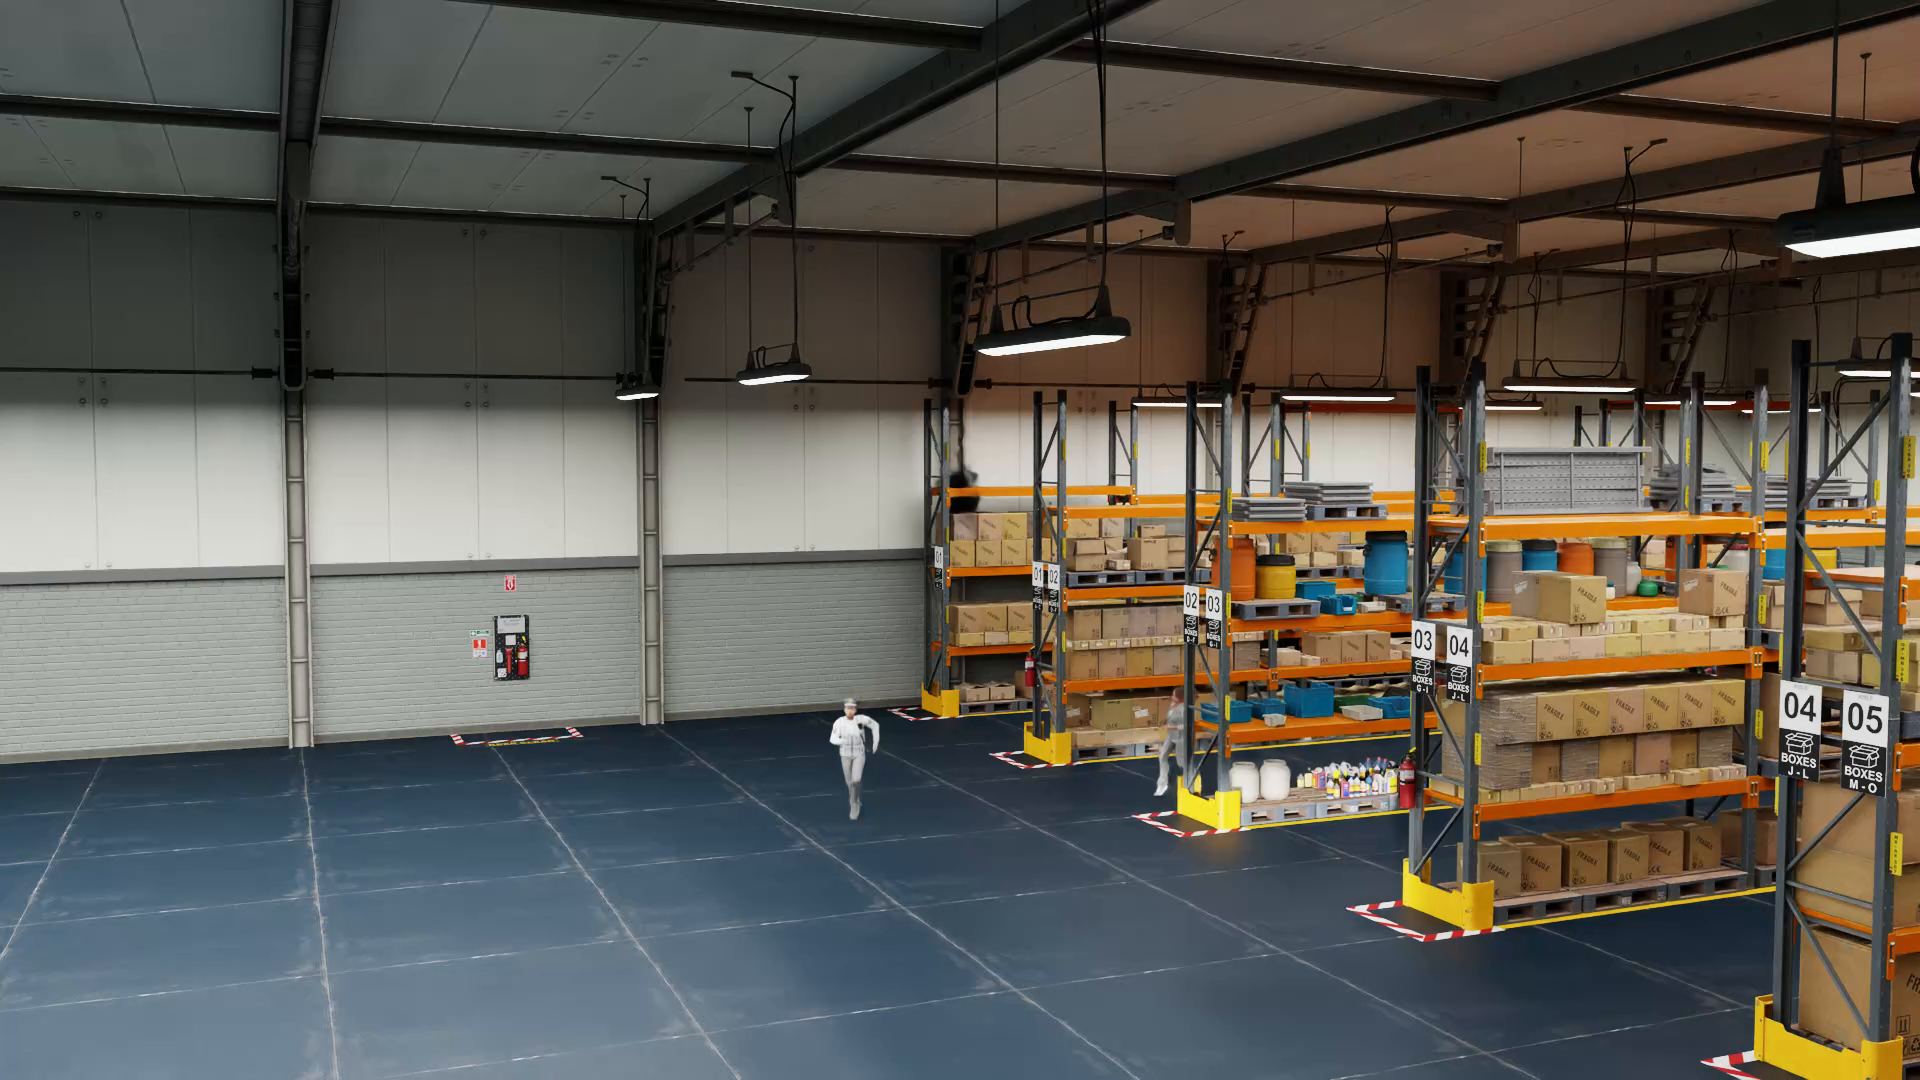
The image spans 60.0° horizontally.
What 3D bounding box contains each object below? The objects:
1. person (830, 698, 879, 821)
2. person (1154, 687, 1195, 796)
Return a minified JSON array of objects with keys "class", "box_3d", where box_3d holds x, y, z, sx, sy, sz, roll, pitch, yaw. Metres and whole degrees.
[{"class":"person","box_3d":[-1.448,2.978,22.807,0.641,1.684,0.792,0,3,4]},{"class":"person","box_3d":[3.238,2.961,24.347,0.736,1.640,0.551,-2,4,-27]}]
